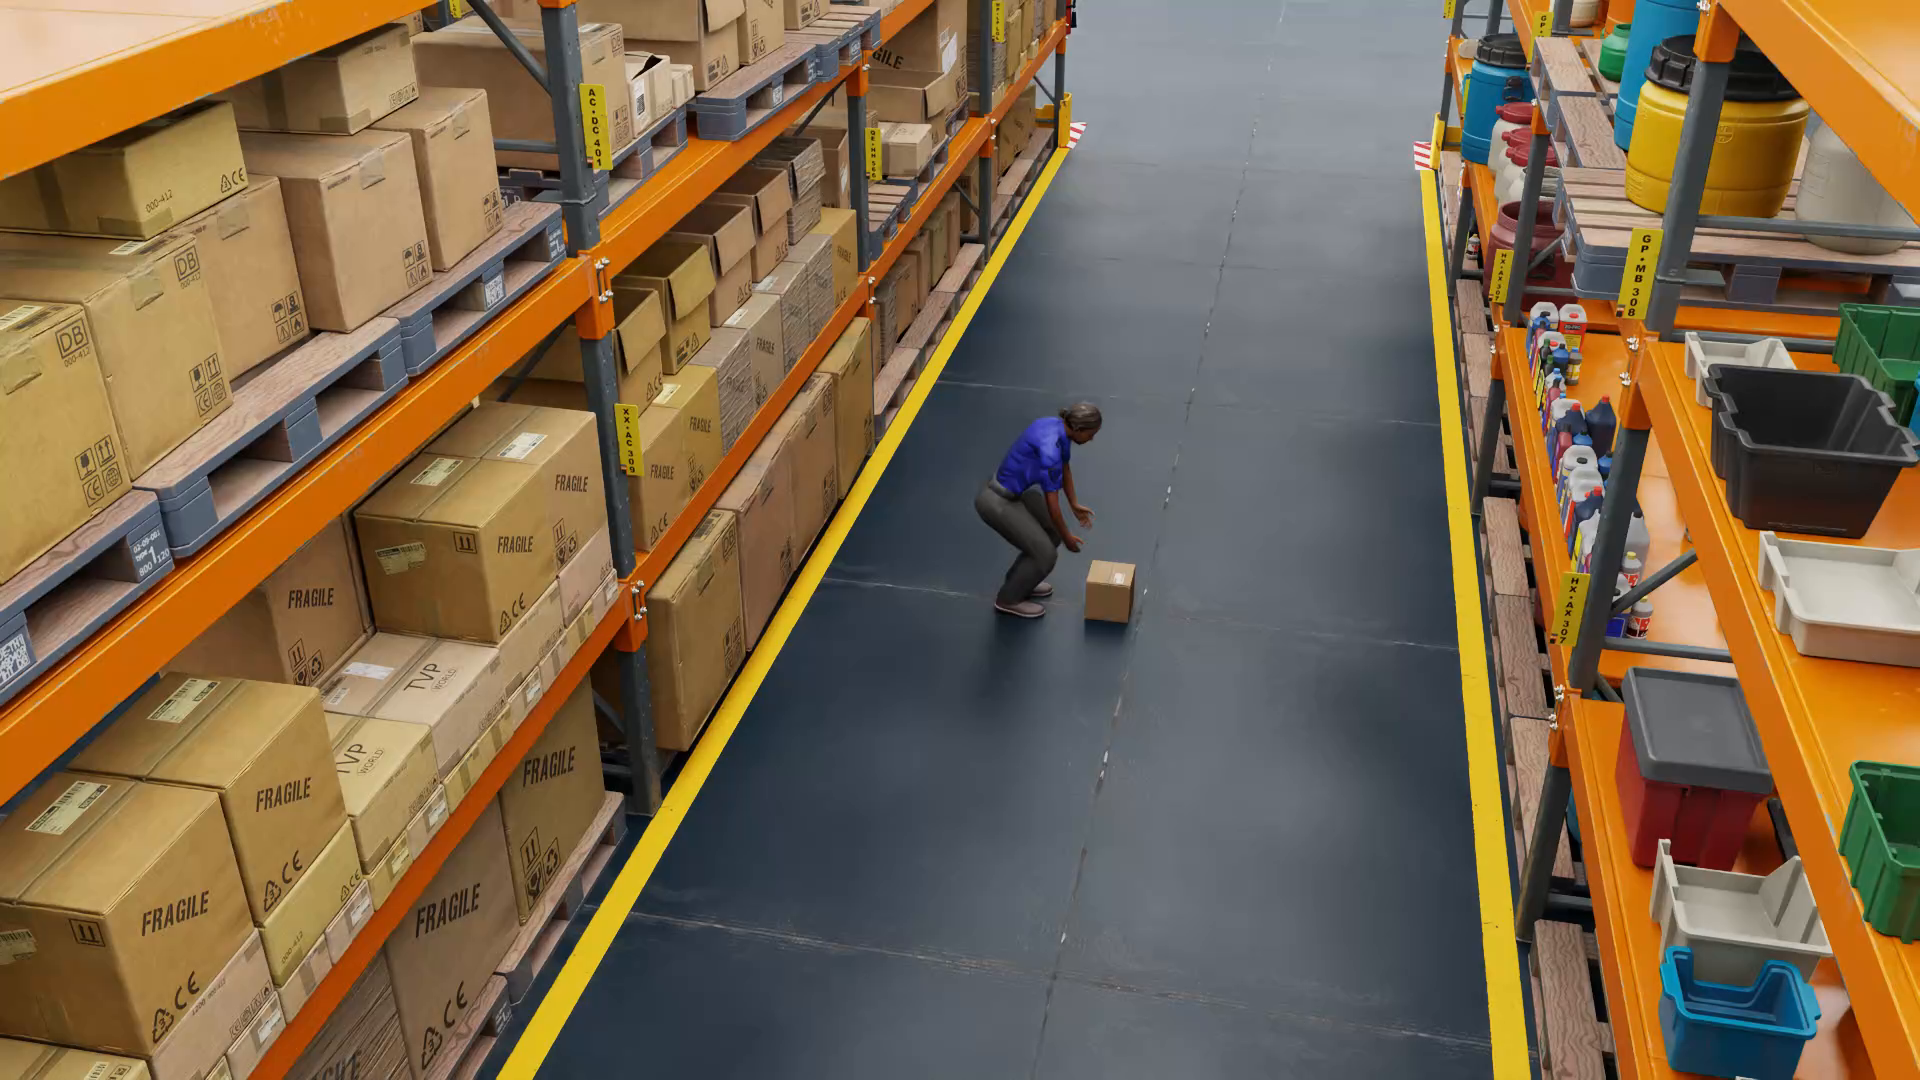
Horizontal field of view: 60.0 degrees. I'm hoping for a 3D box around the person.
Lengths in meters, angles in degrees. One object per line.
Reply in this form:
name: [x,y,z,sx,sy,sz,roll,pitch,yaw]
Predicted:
person: [0.440,-0.208,9.395,0.684,1.277,0.497,7,30,12]
